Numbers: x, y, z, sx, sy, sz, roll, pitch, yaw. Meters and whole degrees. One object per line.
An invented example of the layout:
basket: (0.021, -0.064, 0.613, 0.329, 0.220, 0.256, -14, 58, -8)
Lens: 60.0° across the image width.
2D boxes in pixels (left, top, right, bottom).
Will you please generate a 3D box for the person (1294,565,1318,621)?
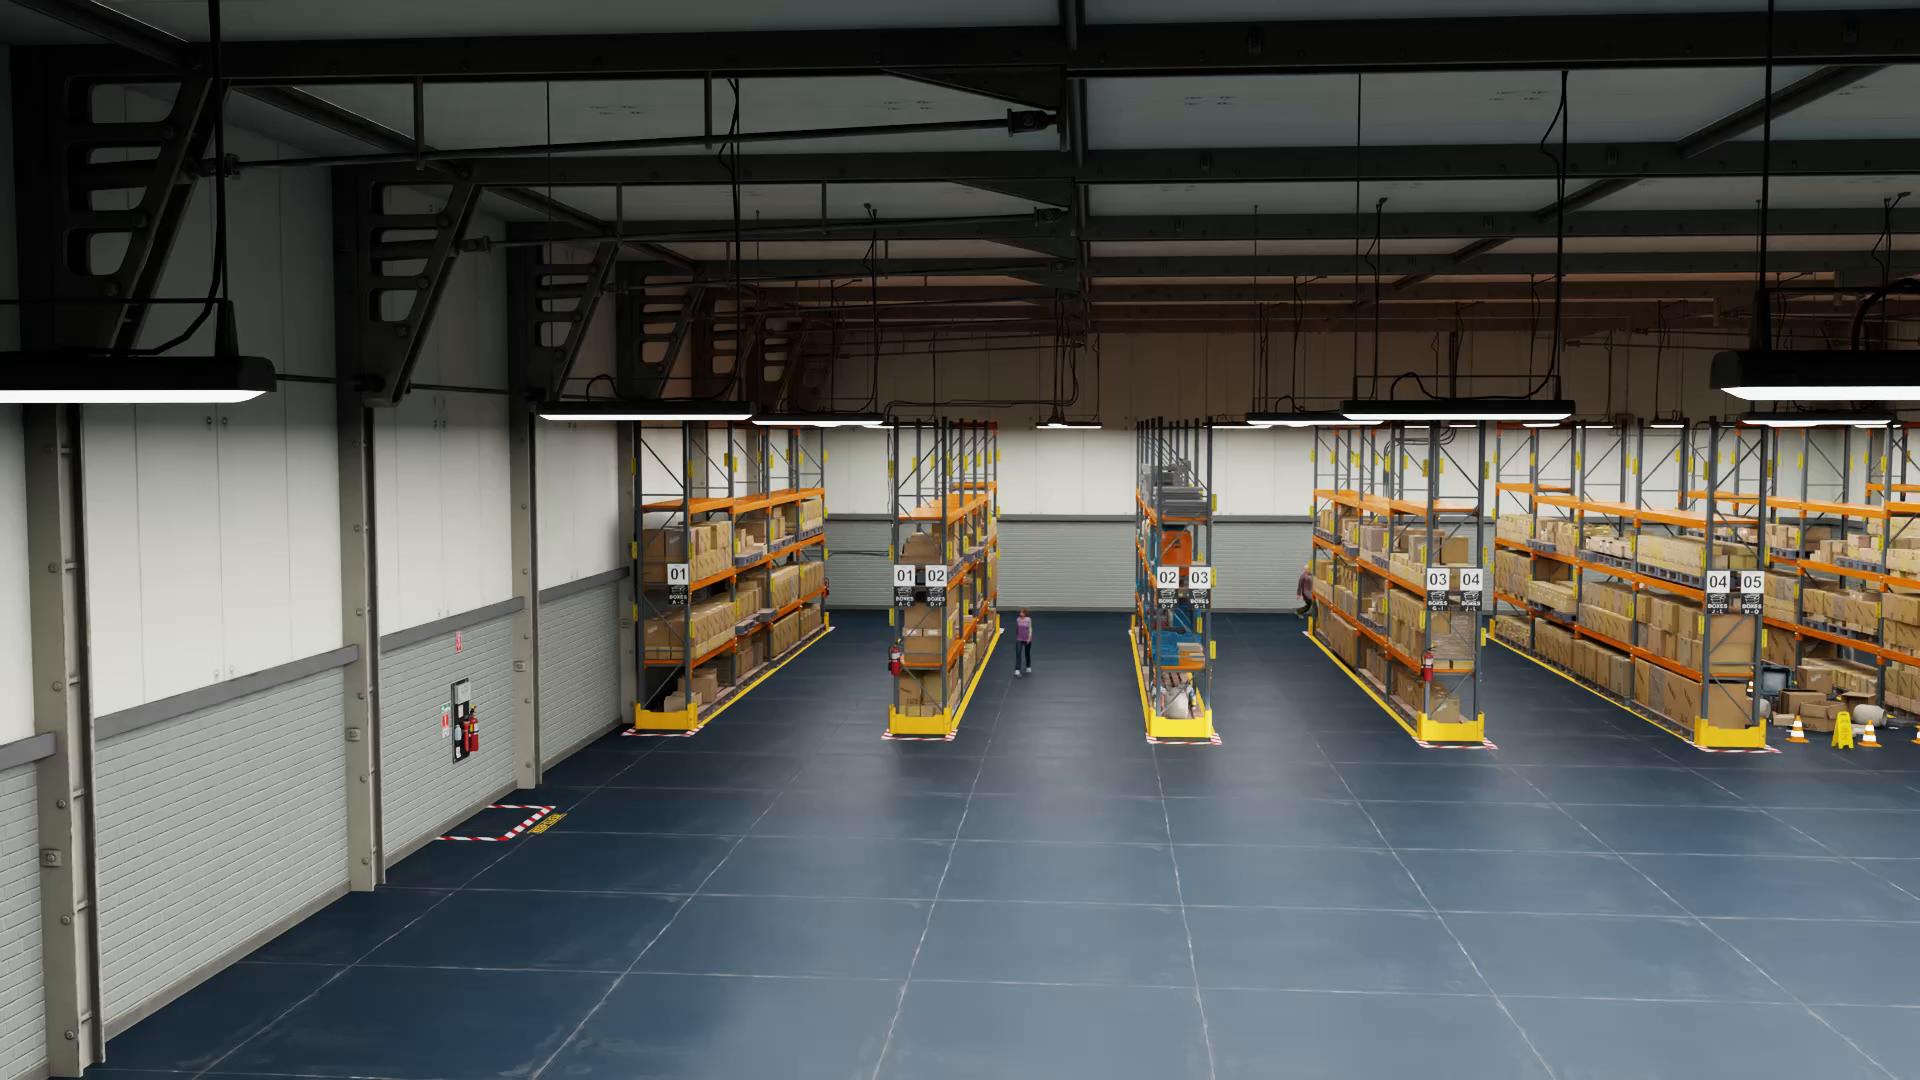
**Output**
person: (10.568, 1.602, 50.353, 1.161, 1.665, 0.567, 3, 5, 43)

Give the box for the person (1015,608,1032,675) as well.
person: (1.487, 2.370, 39.106, 0.433, 1.555, 0.884, 1, 4, 16)

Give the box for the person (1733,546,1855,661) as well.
person: (18.067, 1.600, 35.630, 9.568, 3.610, 8.857, -1, 4, -11)

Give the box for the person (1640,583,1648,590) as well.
person: (20.312, 1.597, 49.717, 1.012, 1.752, 0.527, -2, 4, -23)
